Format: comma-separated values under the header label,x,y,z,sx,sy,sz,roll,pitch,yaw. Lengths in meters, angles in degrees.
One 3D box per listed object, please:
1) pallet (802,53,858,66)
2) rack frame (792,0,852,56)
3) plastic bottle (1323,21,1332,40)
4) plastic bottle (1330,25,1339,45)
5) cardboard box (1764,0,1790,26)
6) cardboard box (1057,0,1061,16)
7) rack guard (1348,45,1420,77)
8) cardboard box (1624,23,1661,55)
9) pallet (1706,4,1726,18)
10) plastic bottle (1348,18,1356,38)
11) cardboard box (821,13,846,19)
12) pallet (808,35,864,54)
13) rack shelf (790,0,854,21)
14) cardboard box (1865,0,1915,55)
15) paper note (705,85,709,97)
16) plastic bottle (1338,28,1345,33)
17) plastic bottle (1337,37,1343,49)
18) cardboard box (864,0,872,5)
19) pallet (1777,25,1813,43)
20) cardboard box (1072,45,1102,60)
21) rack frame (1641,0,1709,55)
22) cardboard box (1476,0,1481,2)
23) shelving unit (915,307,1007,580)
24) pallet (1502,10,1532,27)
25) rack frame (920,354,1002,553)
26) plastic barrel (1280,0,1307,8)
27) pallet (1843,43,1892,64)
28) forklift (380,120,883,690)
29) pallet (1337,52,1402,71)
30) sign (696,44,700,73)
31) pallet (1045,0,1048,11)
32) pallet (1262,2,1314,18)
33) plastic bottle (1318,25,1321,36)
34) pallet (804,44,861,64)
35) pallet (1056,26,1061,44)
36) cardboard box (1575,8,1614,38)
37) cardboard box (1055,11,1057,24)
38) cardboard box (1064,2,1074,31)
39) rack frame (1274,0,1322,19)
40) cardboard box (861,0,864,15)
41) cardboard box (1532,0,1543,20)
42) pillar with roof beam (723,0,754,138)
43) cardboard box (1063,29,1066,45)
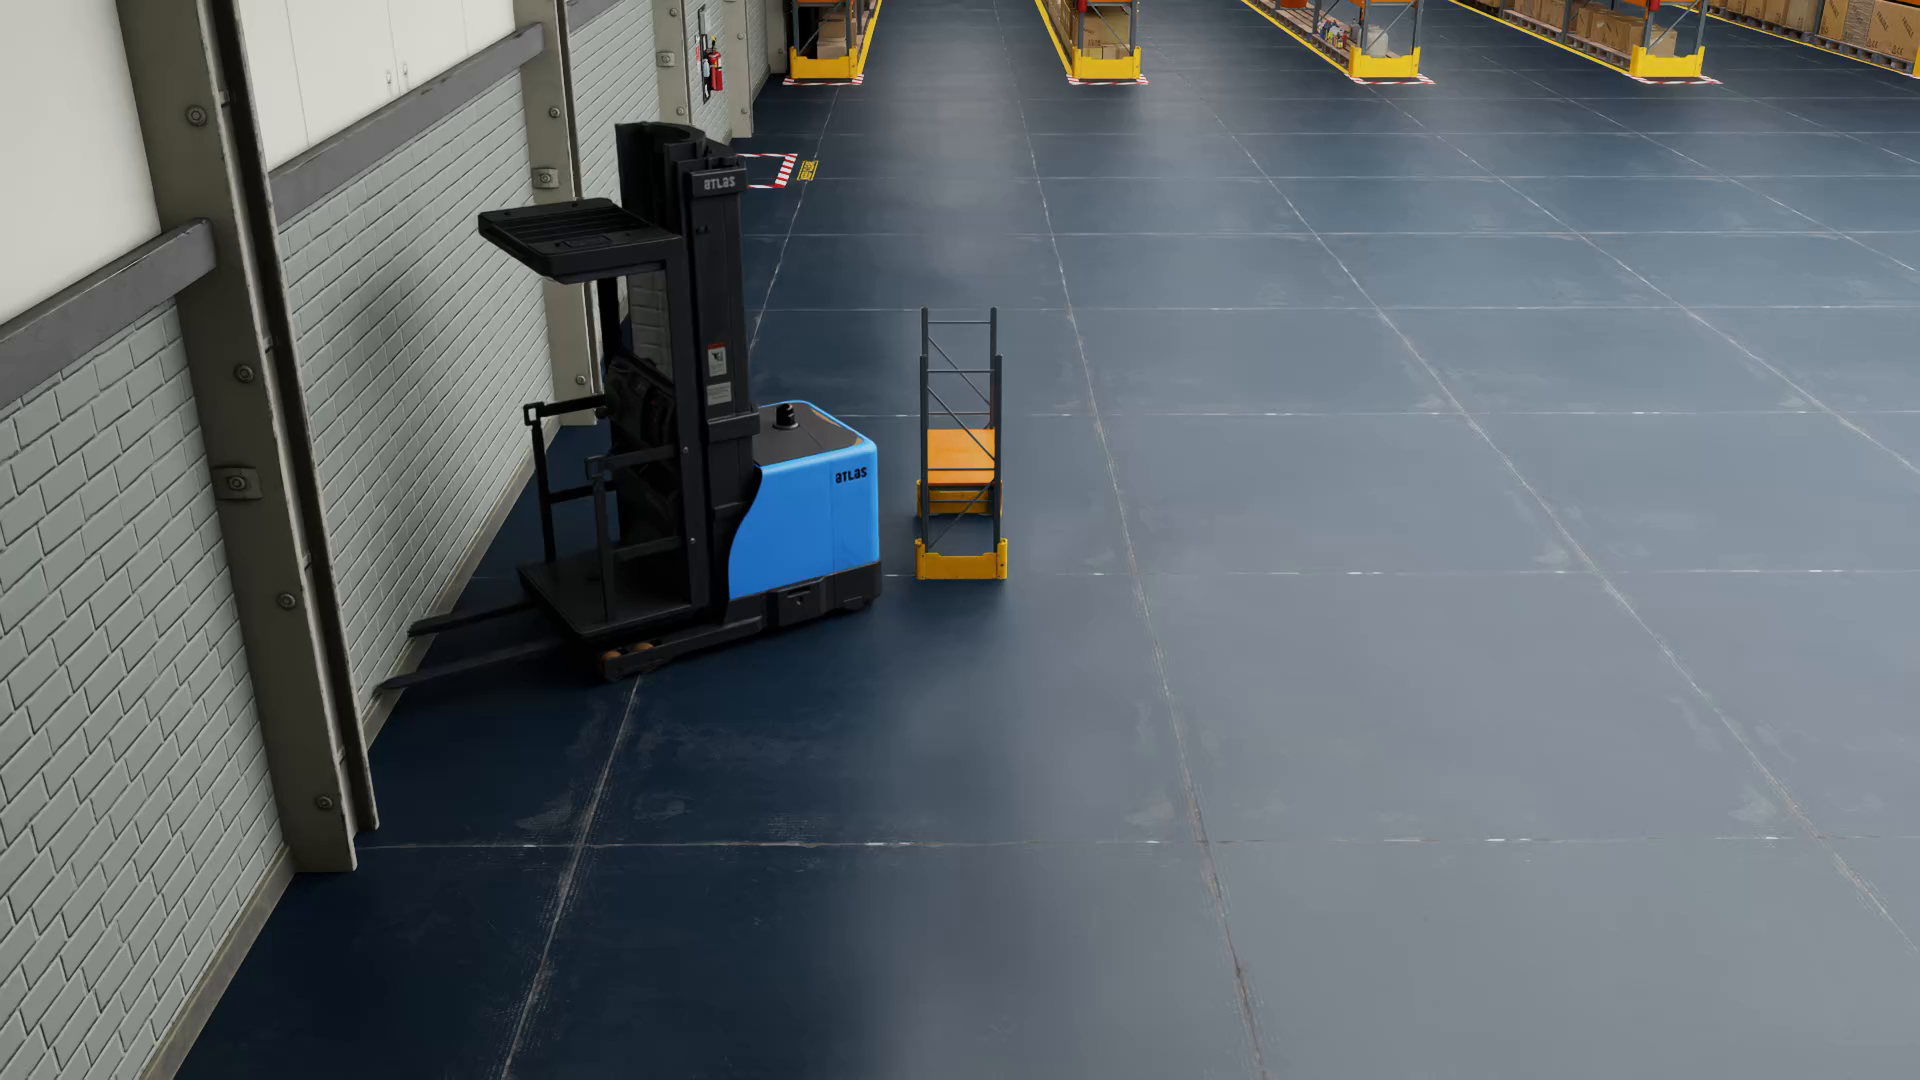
label,x,y,z,sx,sy,sz,roll,pitch,yaw
pallet,-2.367,-8.592,29.992,1.003,0.211,1.213,0,24,-1
rack frame,-2.392,-9.497,28.607,1.000,3.000,0.127,0,24,-1
plastic bottle,7.066,-9.771,31.894,0.144,0.351,0.185,-1,24,-3
plastic bottle,7.073,-9.519,31.337,0.144,0.351,0.185,1,24,2
cardboard box,17.280,-11.012,34.177,1.050,0.750,0.750,0,24,-1
cardboard box,2.214,-10.743,33.509,0.500,0.311,0.500,0,24,1
rack guard,7.466,-8.433,29.290,1.175,0.500,0.348,0,24,-1
cardboard box,12.436,-9.119,30.297,0.500,0.500,0.500,6,25,13
pallet,17.333,-11.892,37.288,1.003,0.211,1.213,0,24,-1
plastic bottle,7.622,-9.918,32.220,0.144,0.351,0.185,0,24,-1
cardboard box,-2.385,-9.779,31.731,0.500,0.500,0.500,-2,24,-5
pallet,-2.393,-9.598,32.215,1.003,0.211,1.213,0,24,-1
rack shelf,-2.414,-9.993,30.578,1.077,0.370,4.000,0,24,-1
cardboard box,17.342,-9.409,30.482,0.875,0.875,0.875,-1,24,-1
paper note,-3.278,-5.816,21.538,0.016,0.148,0.142,0,24,-1
plastic bottle,7.219,-9.572,31.546,0.152,0.276,0.135,0,24,-1
plastic bottle,7.056,-9.221,30.861,0.097,0.201,0.097,0,24,0
cardboard box,-2.356,-12.309,36.924,0.750,0.750,0.750,-1,24,-1
pallet,17.300,-10.239,33.634,1.003,0.211,1.213,0,24,-1
cardboard box,2.260,-8.679,29.626,0.500,0.250,0.500,0,24,-1
rack frame,12.467,-9.563,28.755,1.000,3.000,0.127,0,24,-1
cardboard box,12.391,-12.735,37.836,1.225,0.875,0.875,0,24,0
shelving unit,0.001,-0.652,10.871,0.587,1.500,1.083,0,24,-1
pallet,12.387,-11.267,35.906,1.003,0.211,1.213,0,24,-1
rack frame,0.006,-0.439,10.400,0.500,1.500,0.032,0,24,-1
plastic barrel,7.404,-12.242,36.801,0.600,0.830,0.708,0,24,-1
pallet,17.330,-9.104,31.123,1.003,0.211,1.213,0,24,-1
forklift,-2.003,-0.780,9.418,3.031,2.935,1.130,-15,28,-29
pallet,7.463,-8.636,30.089,1.003,0.211,1.213,0,24,-1
sign,-3.308,-6.078,21.006,0.001,0.329,0.234,0,24,-1
pallet,2.493,-12.356,38.313,1.003,0.211,1.213,0,24,-1
pallet,7.377,-11.892,37.287,1.003,0.211,1.213,0,24,-1
plastic bottle,7.037,-9.940,32.449,0.097,0.201,0.097,0,24,0
pallet,-2.377,-9.094,31.101,1.003,0.211,1.213,0,24,-1
pallet,2.470,-10.202,33.550,1.003,0.211,1.213,0,24,-1
cardboard box,12.387,-10.099,32.463,0.500,0.500,0.500,-1,24,-2
cardboard box,2.213,-10.696,34.086,0.500,0.250,0.500,0,24,1
cardboard box,2.220,-9.844,31.293,0.500,0.500,0.500,0,24,-1
rack frame,7.427,-12.838,35.995,1.000,3.000,0.127,0,24,-1
cardboard box,-2.420,-11.558,35.665,0.700,0.500,0.500,0,24,0
cardboard box,12.439,-11.183,34.836,0.700,0.500,0.500,2,24,4
pillar with roof beam,1.105,-10.062,22.577,9.100,9.000,0.400,0,24,-1
cardboard box,2.220,-9.503,31.448,0.500,0.250,0.500,0,24,-1
